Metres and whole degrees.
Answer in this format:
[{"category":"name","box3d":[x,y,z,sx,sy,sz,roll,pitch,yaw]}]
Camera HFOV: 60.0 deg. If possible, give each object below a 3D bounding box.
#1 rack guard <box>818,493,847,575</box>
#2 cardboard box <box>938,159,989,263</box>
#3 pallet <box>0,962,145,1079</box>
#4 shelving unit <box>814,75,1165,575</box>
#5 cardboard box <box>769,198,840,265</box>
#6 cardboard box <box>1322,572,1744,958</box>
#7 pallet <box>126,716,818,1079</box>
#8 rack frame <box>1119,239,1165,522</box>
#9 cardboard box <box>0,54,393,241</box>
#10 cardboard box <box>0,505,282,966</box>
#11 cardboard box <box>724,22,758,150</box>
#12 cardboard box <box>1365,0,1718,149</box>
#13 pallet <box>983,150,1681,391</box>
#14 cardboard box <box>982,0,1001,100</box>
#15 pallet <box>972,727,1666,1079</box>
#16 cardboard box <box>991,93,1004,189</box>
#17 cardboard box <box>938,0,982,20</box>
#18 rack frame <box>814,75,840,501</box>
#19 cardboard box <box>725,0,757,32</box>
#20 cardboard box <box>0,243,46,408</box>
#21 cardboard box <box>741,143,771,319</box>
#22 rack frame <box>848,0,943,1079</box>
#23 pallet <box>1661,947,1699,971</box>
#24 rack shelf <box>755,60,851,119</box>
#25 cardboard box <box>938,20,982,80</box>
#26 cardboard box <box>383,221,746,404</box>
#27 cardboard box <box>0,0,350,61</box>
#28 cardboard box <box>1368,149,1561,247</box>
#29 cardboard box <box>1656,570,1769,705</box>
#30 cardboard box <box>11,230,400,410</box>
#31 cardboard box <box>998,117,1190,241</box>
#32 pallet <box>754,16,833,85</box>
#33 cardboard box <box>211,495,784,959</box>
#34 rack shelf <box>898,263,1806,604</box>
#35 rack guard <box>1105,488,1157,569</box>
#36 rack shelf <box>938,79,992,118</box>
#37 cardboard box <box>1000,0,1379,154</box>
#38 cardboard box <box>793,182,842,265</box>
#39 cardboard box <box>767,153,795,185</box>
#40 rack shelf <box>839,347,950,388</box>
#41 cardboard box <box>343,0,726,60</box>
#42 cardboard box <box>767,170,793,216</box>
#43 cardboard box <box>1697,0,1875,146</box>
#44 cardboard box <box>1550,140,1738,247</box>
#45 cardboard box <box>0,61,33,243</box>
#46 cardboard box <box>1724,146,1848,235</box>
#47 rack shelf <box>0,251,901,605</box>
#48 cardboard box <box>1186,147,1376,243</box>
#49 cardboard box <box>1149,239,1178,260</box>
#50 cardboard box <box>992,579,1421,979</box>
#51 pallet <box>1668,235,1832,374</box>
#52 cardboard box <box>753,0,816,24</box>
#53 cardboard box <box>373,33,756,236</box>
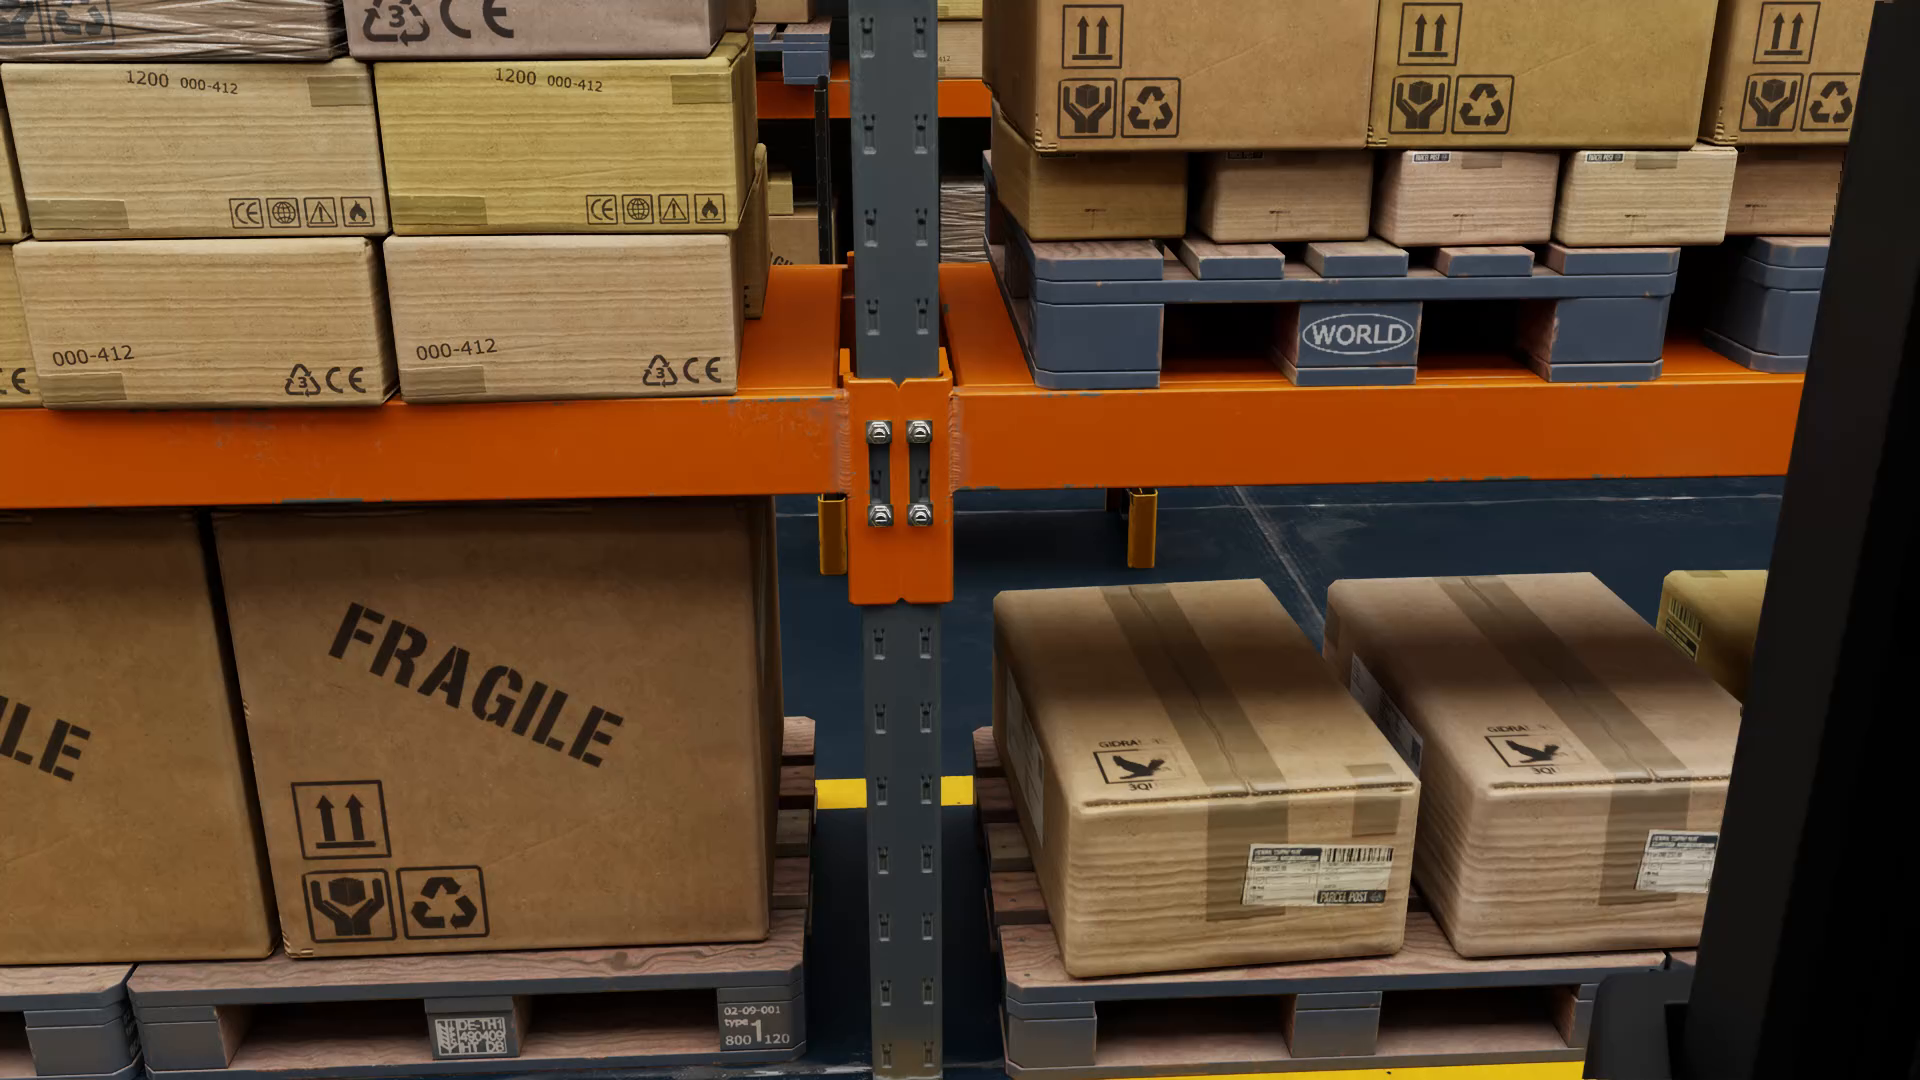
[{"category":"rack guard","box3d":[-0.421,-0.108,5.554,0.087,0.250,0.587,-1,21,-3]},{"category":"cardboard box","box3d":[0.213,-1.446,7.950,0.625,0.625,0.875,-1,21,-1]},{"category":"pallet","box3d":[-2.130,0.728,3.413,1.213,0.211,1.003,-1,21,-3]},{"category":"shelving unit","box3d":[0.076,-0.702,5.358,1.083,1.500,0.587,-1,21,-3]},{"category":"cardboard box","box3d":[-0.820,-1.295,7.729,0.500,0.500,0.500,-1,21,-1]},{"category":"cardboard box","box3d":[1.178,0.418,3.411,0.625,0.372,0.950,-2,21,-4]},{"category":"pallet","box3d":[-0.914,0.704,3.475,1.213,0.211,1.003,-1,21,-3]},{"category":"rack frame","box3d":[0.593,-0.713,5.386,0.032,1.500,0.500,-1,21,-3]},{"category":"cardboard box","box3d":[-1.104,-0.640,2.595,0.500,0.250,0.500,-2,21,-4]},{"category":"cardboard box","box3d":[-1.708,0.209,3.251,0.875,0.875,0.875,-1,21,-2]},{"category":"cardboard box","box3d":[-0.643,-0.829,3.092,0.500,0.250,0.500,-1,21,-3]},{"category":"cardboard box","box3d":[0.859,-0.910,2.648,0.500,0.500,0.500,0,21,0]},{"category":"pallet","box3d":[0.582,-0.551,3.122,1.003,0.211,1.213,-1,21,-3]},{"category":"cardboard box","box3d":[0.315,-1.078,3.089,0.500,0.500,0.500,-2,21,-5]},{"category":"pallet","box3d":[0.657,0.699,3.487,1.213,0.211,1.003,-1,21,-3]},{"category":"cardboard box","box3d":[0.191,-0.757,3.158,0.250,0.149,0.380,0,21,-1]},{"category":"cardboard box","box3d":[0.048,-2.428,7.292,0.500,0.250,0.500,-1,21,-3]},{"category":"rack frame","box3d":[-0.422,-0.692,5.332,0.032,1.500,0.500,-1,21,-3]},{"category":"cardboard box","box3d":[-0.629,-1.179,2.957,0.500,0.500,0.500,-2,21,-5]},{"category":"cardboard box","box3d":[-1.626,-0.395,2.654,0.500,0.250,0.500,-1,21,-4]},{"category":"cardboard box","box3d":[-0.626,-0.598,3.186,0.500,0.250,0.500,-2,21,-4]},{"category":"rack frame","box3d":[-0.123,-0.588,2.951,0.127,3.000,1.000,-1,21,-3]},{"category":"pallet","box3d":[1.872,0.676,3.549,1.213,0.211,1.003,-1,21,-3]},{"category":"rack shelf","box3d":[-2.407,-1.975,7.603,4.000,0.370,1.077,-1,21,-3]},{"category":"cardboard box","box3d":[0.047,-2.204,7.404,0.500,0.250,0.500,-1,21,-3]},{"category":"cardboard box","box3d":[-0.613,-0.416,2.708,0.500,0.250,0.500,-2,21,-5]},{"category":"cardboard box","box3d":[-1.136,-0.986,2.448,0.500,0.500,0.500,-1,21,-2]},{"category":"cardboard box","box3d":[0.772,-0.591,2.720,0.250,0.149,0.380,-3,21,-7]},{"category":"cardboard box","box3d":[1.935,0.404,3.446,0.625,0.372,0.950,0,21,-1]},{"category":"cardboard box","box3d":[-1.122,-0.400,2.666,0.500,0.250,0.500,-1,21,-2]},{"category":"cardboard box","box3d":[0.212,-0.608,2.765,0.250,0.149,0.380,-2,21,-6]},{"category":"pallet","box3d":[-1.083,-2.223,7.514,1.003,0.211,1.213,-1,21,-3]},{"category":"cardboard box","box3d":[-0.817,0.193,3.295,0.875,0.875,0.875,-1,21,-4]},{"category":"rack shelf","box3d":[1.874,-0.293,3.185,4.000,0.370,1.077,-1,21,-3]},{"category":"rack guard","box3d":[0.573,-0.128,5.607,0.087,0.250,0.587,-1,21,-3]},{"category":"rack shelf","box3d":[1.587,-2.056,7.817,4.000,0.370,1.077,-1,21,-3]},{"category":"cardboard box","box3d":[0.339,-0.897,2.613,0.500,0.500,0.500,-2,21,-5]},{"category":"cardboard box","box3d":[-0.847,-1.471,8.191,0.500,0.500,0.500,0,21,-1]},{"category":"cardboard box","box3d":[-0.949,-1.783,8.099,0.250,0.149,0.380,0,21,0]},{"category":"rack shelf","box3d":[0.085,-0.535,5.423,1.000,0.185,0.538,-1,21,-3]},{"category":"cardboard box","box3d":[-0.624,-0.999,2.483,0.500,0.500,0.500,-2,21,-5]},{"category":"cardboard box","box3d":[-0.889,-1.583,7.574,0.250,0.149,0.380,-2,21,-6]},{"category":"cardboard box","box3d":[1.389,-0.924,2.682,0.500,0.500,0.500,-1,21,-2]},{"category":"cardboard box","box3d":[1.048,-0.589,2.715,0.250,0.149,0.380,-1,21,-3]},{"category":"cardboard box","box3d":[-1.614,-0.622,2.548,0.500,0.250,0.500,-2,21,-4]},{"category":"cardboard box","box3d":[1.284,-0.622,2.801,0.250,0.149,0.380,0,21,0]},{"category":"rack shelf","box3d":[-2.120,-0.212,2.972,4.000,0.370,1.077,-1,21,-3]},{"category":"cardboard box","box3d":[0.496,-0.602,2.748,0.250,0.149,0.380,-2,21,-6]},{"category":"cardboard box","box3d":[0.865,-1.462,7.992,0.625,0.625,0.875,0,21,-1]},{"category":"cardboard box","box3d":[0.442,0.435,3.364,0.625,0.372,0.950,-3,21,-7]},{"category":"pallet","box3d":[1.851,-0.554,3.129,1.213,0.211,1.003,-1,21,-3]},{"category":"cardboard box","box3d":[-0.933,-2.640,7.608,0.500,0.500,0.500,0,21,-1]},{"category":"cardboard box","box3d":[-0.592,-0.652,2.626,0.500,0.250,0.500,-1,21,-3]}]
